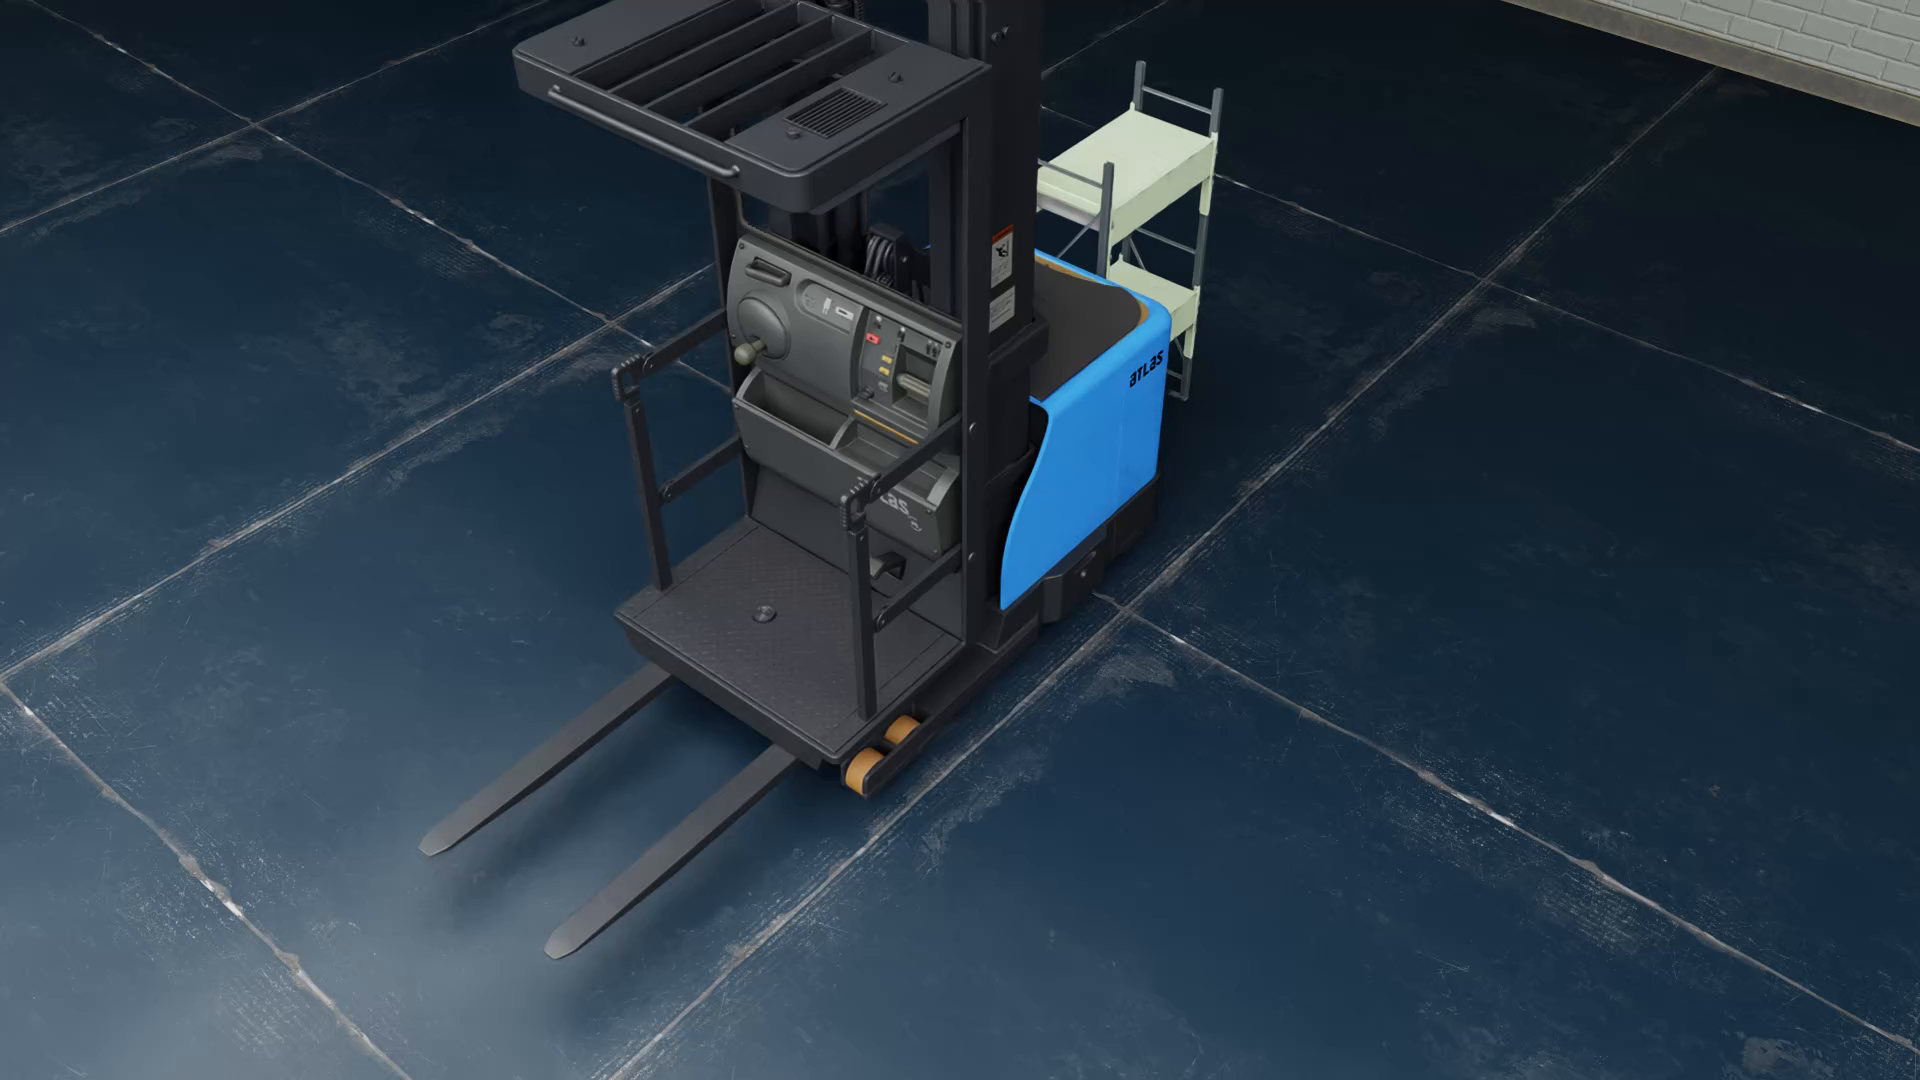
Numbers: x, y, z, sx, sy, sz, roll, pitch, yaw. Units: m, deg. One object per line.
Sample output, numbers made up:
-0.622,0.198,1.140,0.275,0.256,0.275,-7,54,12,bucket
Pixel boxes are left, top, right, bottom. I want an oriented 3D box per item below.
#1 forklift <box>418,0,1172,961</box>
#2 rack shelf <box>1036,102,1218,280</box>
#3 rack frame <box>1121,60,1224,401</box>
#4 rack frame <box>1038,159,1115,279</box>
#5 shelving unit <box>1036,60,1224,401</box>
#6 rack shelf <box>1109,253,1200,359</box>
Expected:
-0.525,-0.580,5.209,1.130,2.935,3.031,29,50,28,forklift
0.630,-1.365,6.557,0.431,0.370,0.720,29,50,28,rack shelf
0.861,-1.267,7.029,0.400,1.500,0.023,29,50,28,rack frame
0.399,-0.886,6.609,0.400,1.500,0.023,29,50,28,rack frame
0.630,-1.076,6.819,0.431,1.500,0.755,29,50,28,shelving unit
0.630,-0.835,7.038,0.431,0.370,0.720,29,50,28,rack shelf
